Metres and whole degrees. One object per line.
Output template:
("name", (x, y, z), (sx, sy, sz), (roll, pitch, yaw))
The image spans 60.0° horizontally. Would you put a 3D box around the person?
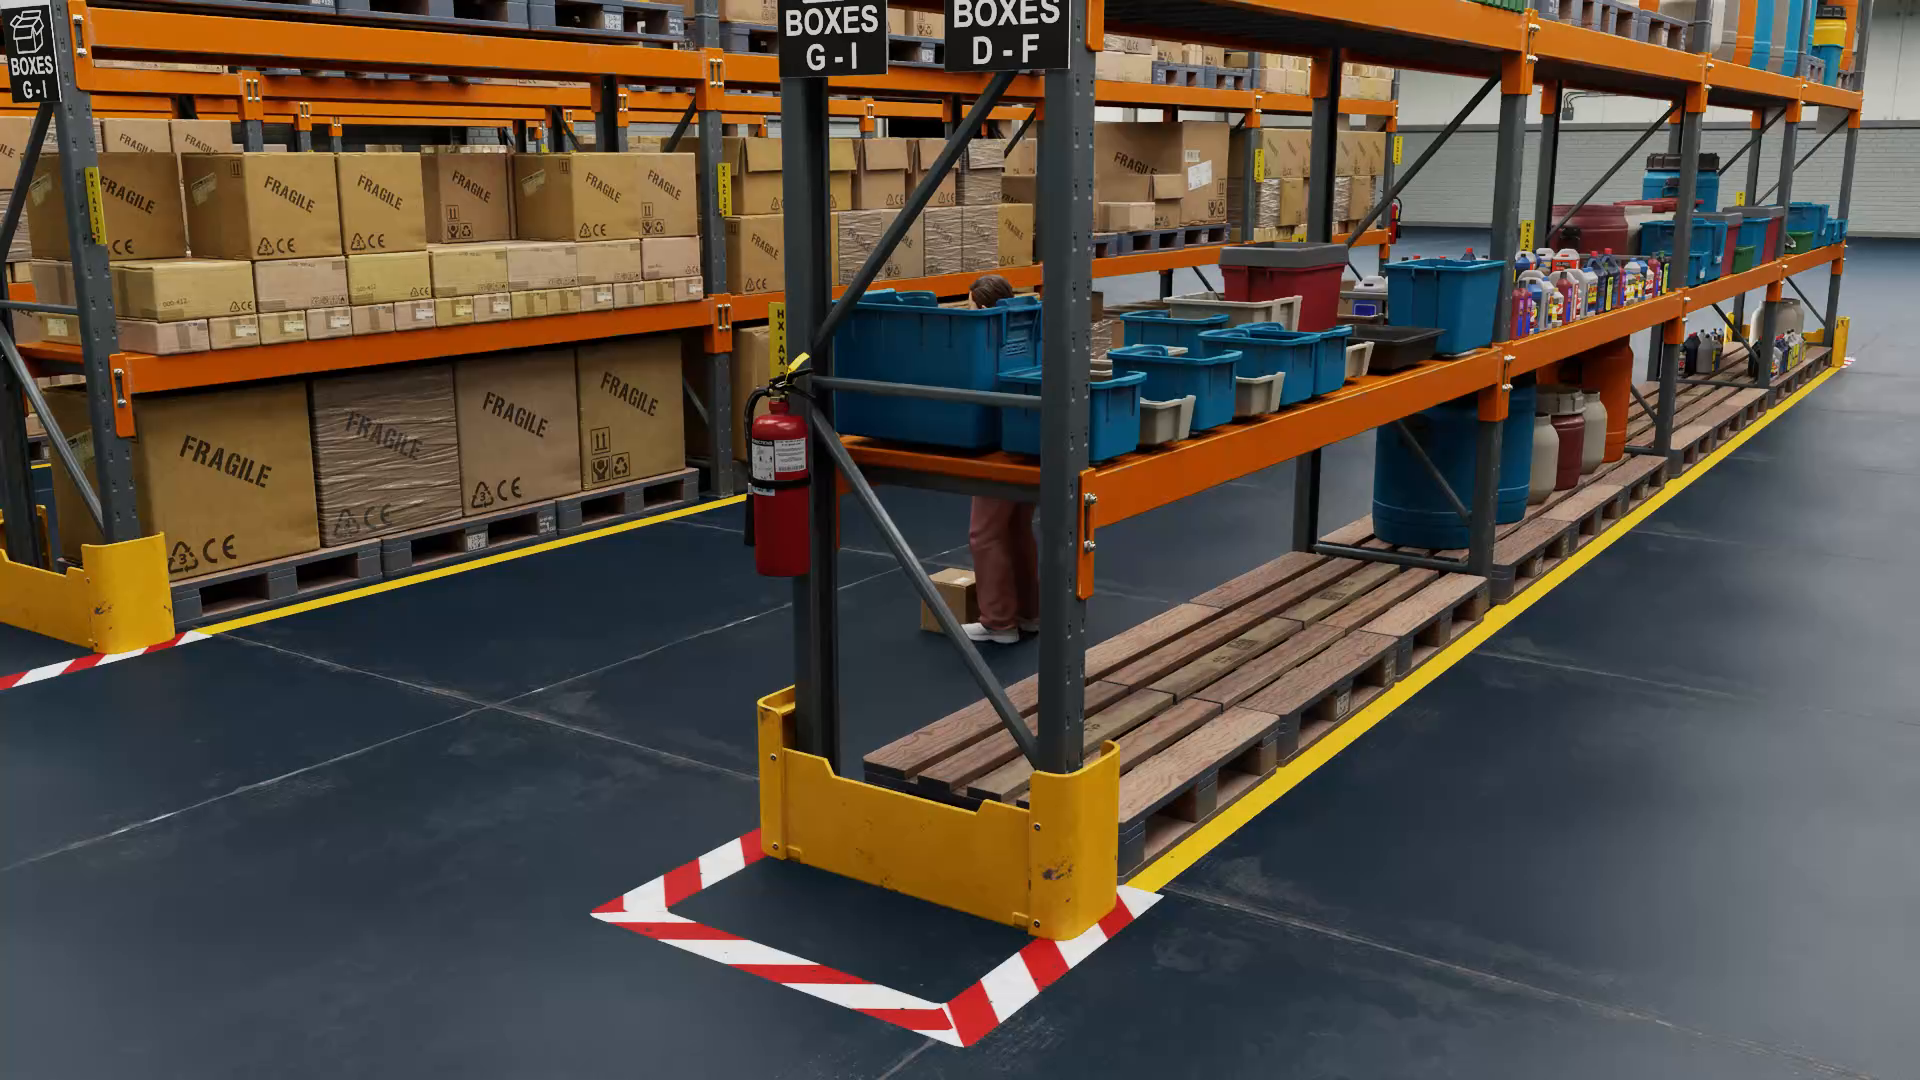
("person", (0.195, -0.368, 7.572), (0.352, 1.673, 0.515), (8, 15, 31))
